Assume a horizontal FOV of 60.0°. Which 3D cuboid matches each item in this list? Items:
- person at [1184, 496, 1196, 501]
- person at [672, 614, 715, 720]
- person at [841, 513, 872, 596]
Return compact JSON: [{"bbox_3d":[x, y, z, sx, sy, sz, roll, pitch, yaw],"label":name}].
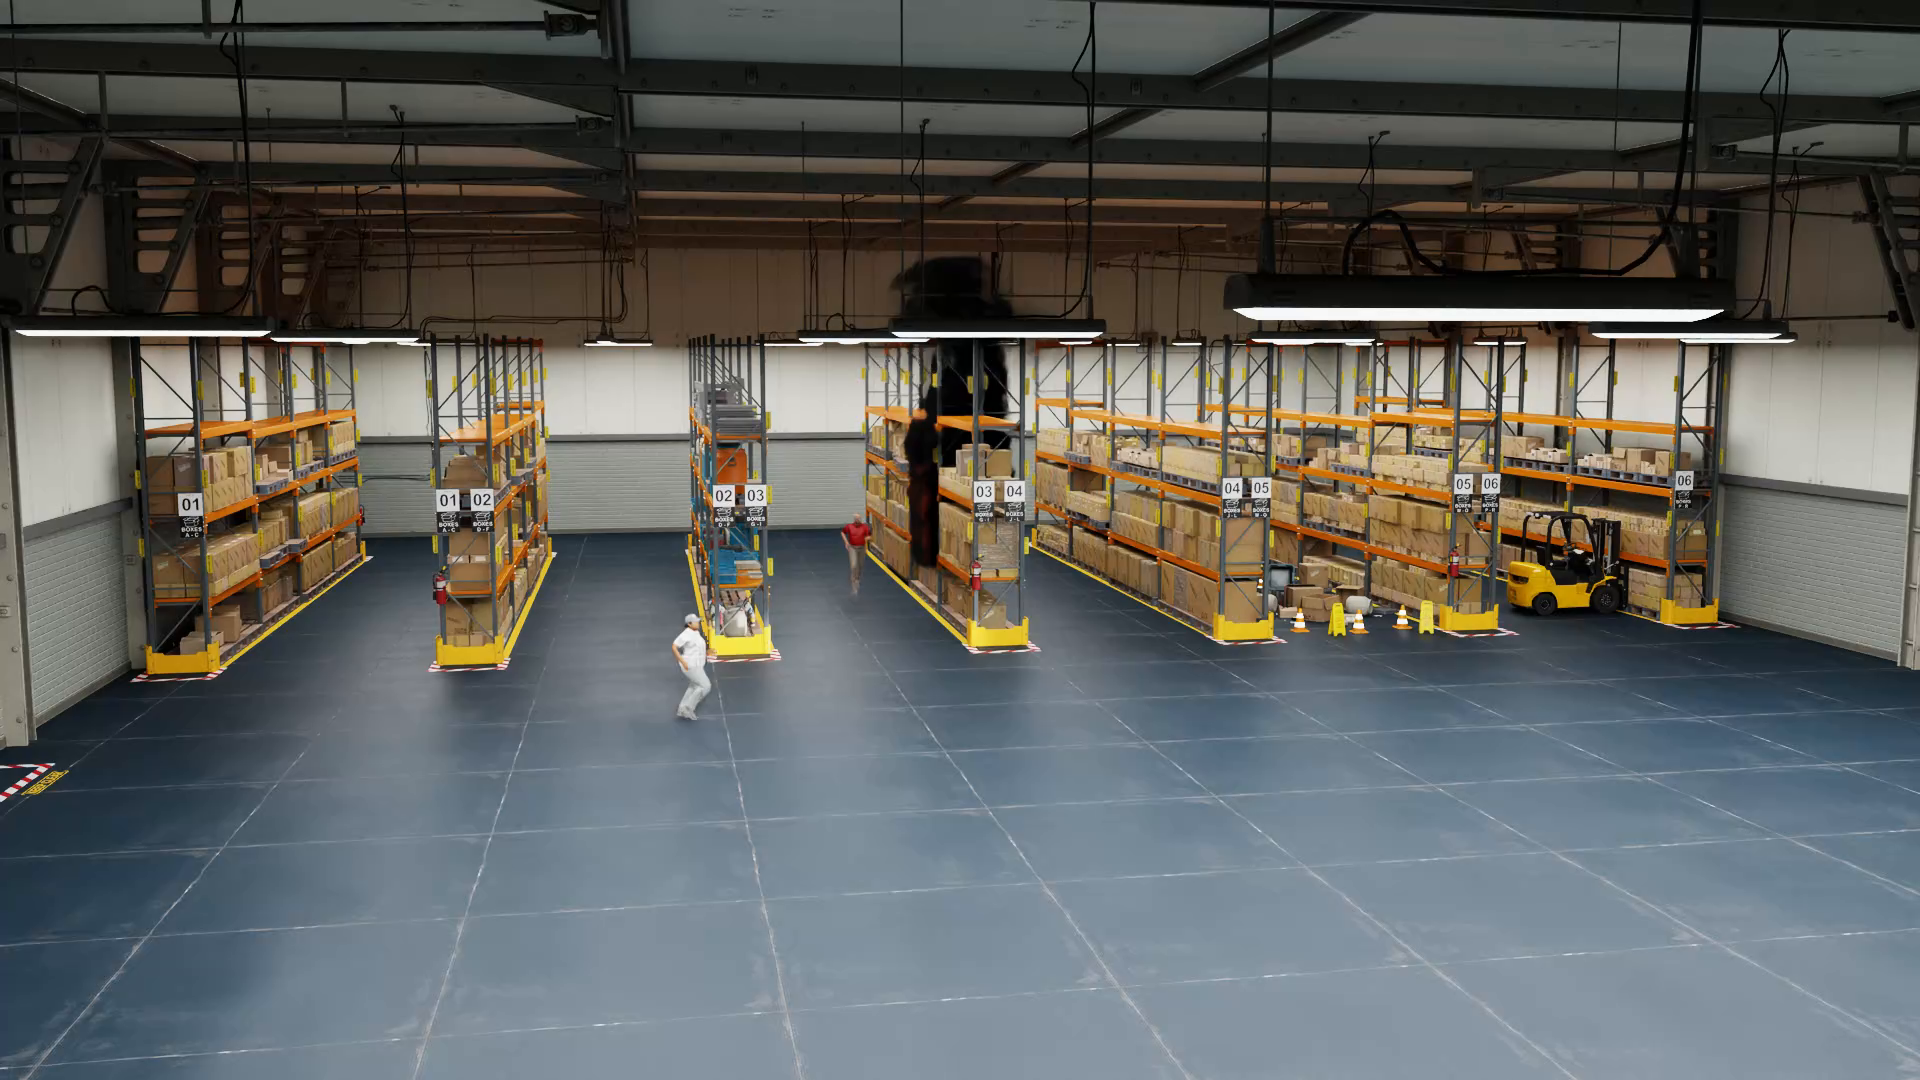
[{"bbox_3d":[7.029,-0.950,50.888,0.739,1.708,0.715,1,7,13],"label":"person"},{"bbox_3d":[-4.098,1.961,25.712,0.642,1.640,0.586,1,7,8],"label":"person"},{"bbox_3d":[-2.306,0.306,37.495,0.642,1.840,0.779,-2,7,-18],"label":"person"}]
